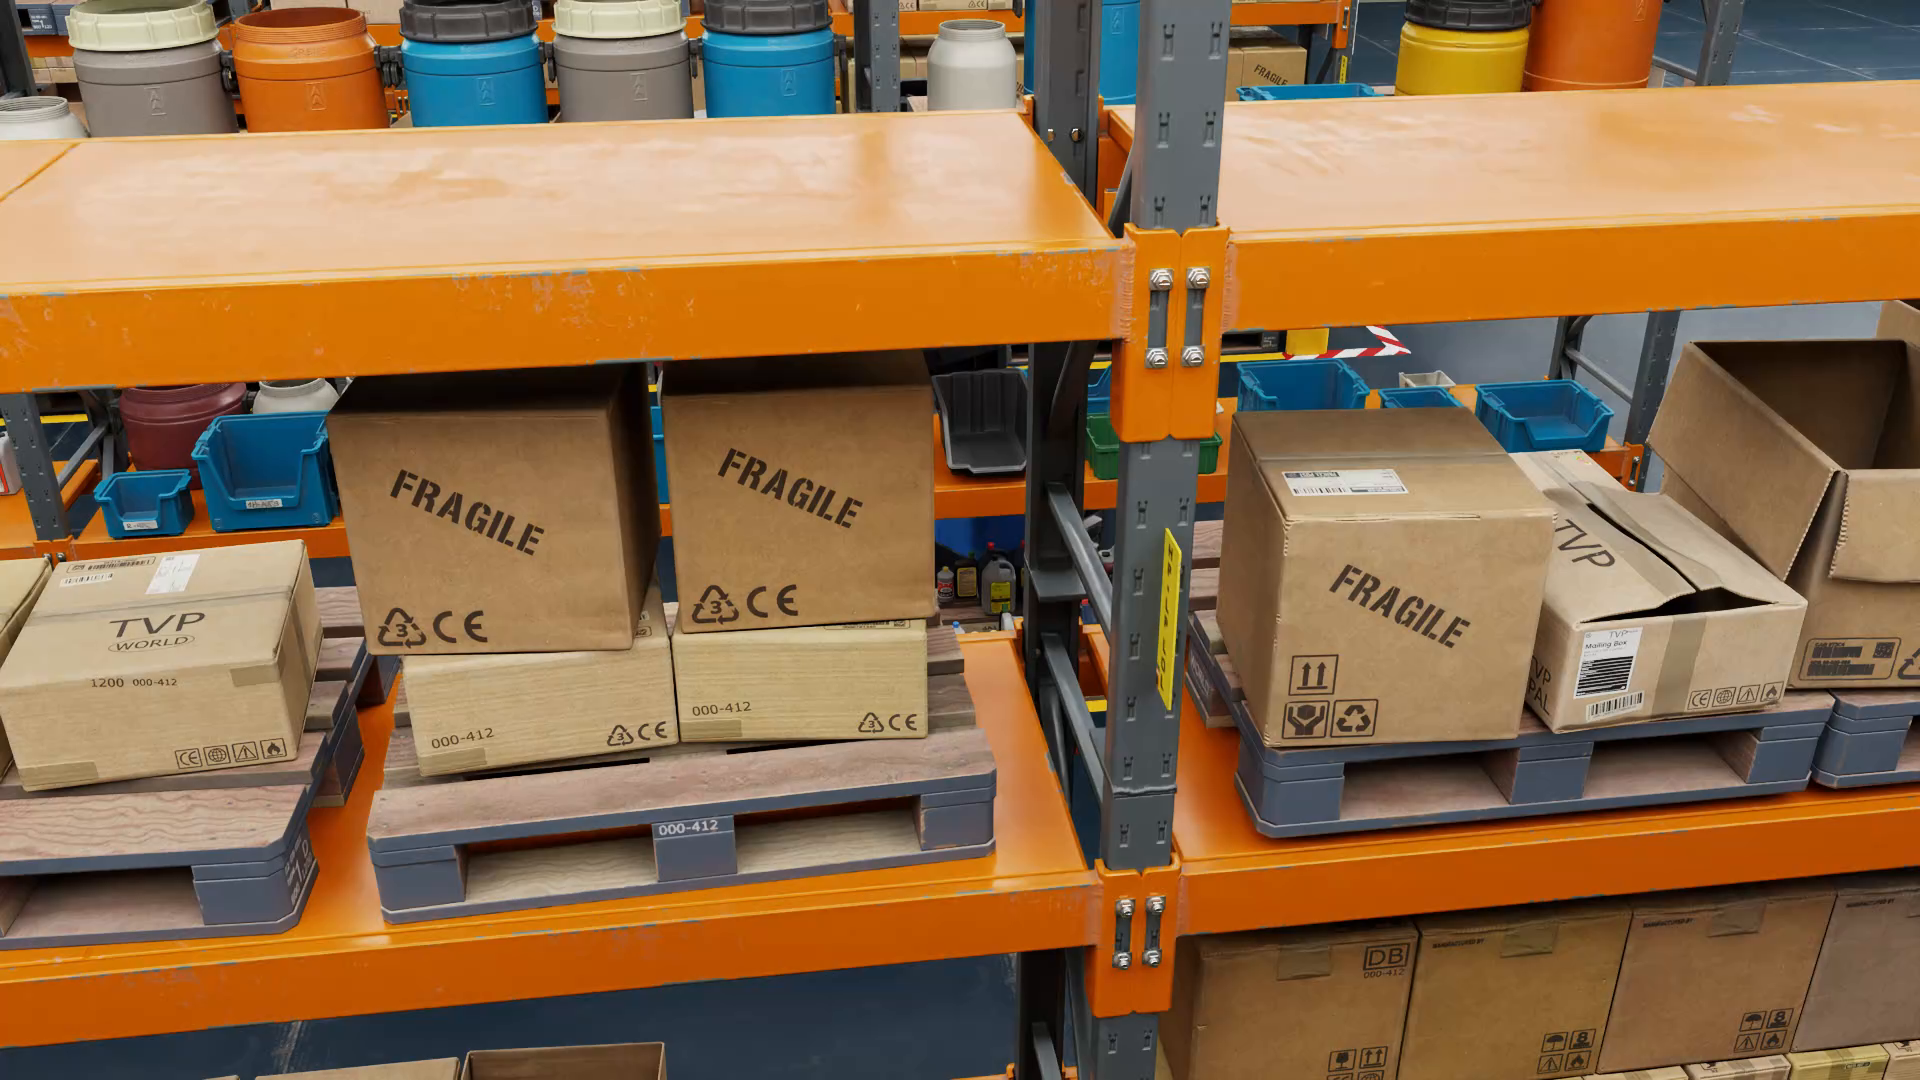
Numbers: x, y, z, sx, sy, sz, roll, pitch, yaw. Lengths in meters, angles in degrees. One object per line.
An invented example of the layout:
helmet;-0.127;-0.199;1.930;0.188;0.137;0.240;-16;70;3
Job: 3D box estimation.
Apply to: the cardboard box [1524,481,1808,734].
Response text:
cardboard box;1.358;0.112;3.444;0.500;0.311;0.500;-5;28;-10

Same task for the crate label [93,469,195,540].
crate label;-3.890;-0.164;7.968;0.416;0.233;0.303;-4;27;-7

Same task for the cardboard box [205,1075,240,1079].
cardboard box;-2.014;1.699;4.043;0.500;0.500;0.500;-5;28;-10

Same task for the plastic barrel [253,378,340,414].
plastic barrel;-3.370;-0.593;8.498;0.421;0.512;0.421;0;27;0

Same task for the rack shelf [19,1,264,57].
rack shelf;-7.030;-3.508;11.803;4.000;0.370;1.077;-4;27;-7

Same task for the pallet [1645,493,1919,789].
pallet;2.334;0.166;3.952;1.213;0.211;1.003;-4;27;-7

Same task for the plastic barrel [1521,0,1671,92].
plastic barrel;3.099;-2.515;8.149;0.708;0.830;0.600;-4;27;-7

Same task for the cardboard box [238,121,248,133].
cardboard box;-7.285;-4.053;16.821;0.500;0.250;0.500;-3;27;-6

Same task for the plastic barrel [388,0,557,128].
plastic barrel;-2.167;-1.980;7.488;0.708;0.901;0.600;-4;27;-7

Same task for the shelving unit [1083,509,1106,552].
shelving unit;0.713;-0.120;9.981;0.210;0.900;0.258;27;38;34

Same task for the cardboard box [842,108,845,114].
cardboard box;-0.634;-3.053;12.978;0.500;0.500;0.875;-4;27;-7

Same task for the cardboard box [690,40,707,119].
cardboard box;-1.895;-3.342;12.860;1.000;1.000;1.000;-3;27;-7

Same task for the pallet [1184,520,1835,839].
pallet;1.129;0.242;3.803;1.213;0.211;1.003;-4;27;-7

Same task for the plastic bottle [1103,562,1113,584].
plastic bottle;0.886;0.212;9.544;0.133;0.283;0.061;-4;27;-7

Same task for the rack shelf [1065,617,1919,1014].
rack shelf;2.268;0.462;4.067;4.000;0.370;1.077;-4;27;-7

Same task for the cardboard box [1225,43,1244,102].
cardboard box;1.868;-3.570;12.891;0.500;0.500;0.500;-4;27;-7

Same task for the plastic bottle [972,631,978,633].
plastic bottle;0.079;0.585;8.908;0.097;0.201;0.097;0;27;0

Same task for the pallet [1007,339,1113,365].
pallet;0.782;-1.772;13.973;1.213;0.211;1.003;-4;27;-7

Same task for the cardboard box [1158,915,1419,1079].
cardboard box;0.727;0.951;4.081;0.500;0.500;0.700;-4;27;-7

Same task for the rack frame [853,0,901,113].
rack frame;-0.398;-3.305;7.334;0.127;3.000;1.000;-4;27;-7

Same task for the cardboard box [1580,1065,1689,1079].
cardboard box;1.593;1.275;4.159;0.250;0.149;0.380;-5;28;-9

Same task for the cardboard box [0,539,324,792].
cardboard box;-1.614;0.243;3.410;0.500;0.250;0.500;-6;28;-11

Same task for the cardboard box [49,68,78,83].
cardboard box;-8.625;-4.542;16.130;0.250;0.149;0.380;-3;27;-7

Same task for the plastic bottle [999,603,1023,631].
plastic bottle;0.279;0.474;9.035;0.133;0.283;0.061;-4;27;-7

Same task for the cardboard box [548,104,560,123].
cardboard box;-4.160;-4.110;17.479;0.750;0.750;1.050;-3;27;-6

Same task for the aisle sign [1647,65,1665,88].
aisle sign;3.593;-2.184;8.873;0.004;0.787;0.394;-4;27;-7

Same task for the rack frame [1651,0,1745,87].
rack frame;3.563;-3.560;7.830;0.127;3.000;1.000;-4;27;-7

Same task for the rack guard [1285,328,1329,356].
rack guard;2.797;-2.013;14.125;0.348;0.500;1.175;-4;27;-7

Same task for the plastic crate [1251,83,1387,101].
plastic crate;1.716;-1.960;8.017;0.575;0.384;0.392;-4;27;-7

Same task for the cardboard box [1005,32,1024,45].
cardboard box;0.309;-3.714;13.171;0.500;0.500;0.500;-4;27;-7

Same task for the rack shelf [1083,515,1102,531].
rack shelf;0.711;-0.091;9.998;0.200;0.077;0.258;27;38;34

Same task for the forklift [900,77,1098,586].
forklift;-0.471;-1.562;10.584;1.130;2.935;3.031;-21;34;-35

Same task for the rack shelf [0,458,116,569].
rack shelf;-6.340;0.066;8.124;4.000;0.370;1.077;-4;27;-7

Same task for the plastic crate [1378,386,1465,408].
plastic crate;2.465;-0.618;8.832;0.408;0.251;0.499;-4;27;-7

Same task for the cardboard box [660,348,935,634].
cardboard box;-0.328;-0.163;3.380;0.500;0.500;0.500;-3;27;-6

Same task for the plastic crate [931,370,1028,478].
plastic crate;0.138;-0.584;8.671;0.504;0.338;0.767;-4;27;-7

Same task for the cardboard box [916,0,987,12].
cardboard box;-0.084;-4.092;12.317;0.500;0.250;0.500;-4;27;-8

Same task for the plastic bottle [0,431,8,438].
plastic bottle;-4.833;-0.445;8.467;0.135;0.276;0.152;-4;27;-7

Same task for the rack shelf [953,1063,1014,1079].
rack shelf;-1.693;2.051;4.256;4.000;0.370;1.077;-4;27;-7

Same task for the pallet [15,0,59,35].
pallet;-6.787;-3.734;11.662;1.213;0.211;1.003;-2;27;-5

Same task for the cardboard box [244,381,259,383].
cardboard box;-5.736;-1.828;12.894;0.875;0.875;1.225;-5;28;-10

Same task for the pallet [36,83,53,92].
pallet;-8.824;-4.512;16.469;1.213;0.211;1.003;-4;27;-7

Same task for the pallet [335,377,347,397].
pallet;-4.275;-1.429;13.304;1.213;0.211;1.003;-4;27;-7

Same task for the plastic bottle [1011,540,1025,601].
plastic bottle;0.389;0.163;9.566;0.185;0.351;0.144;-5;28;-10
